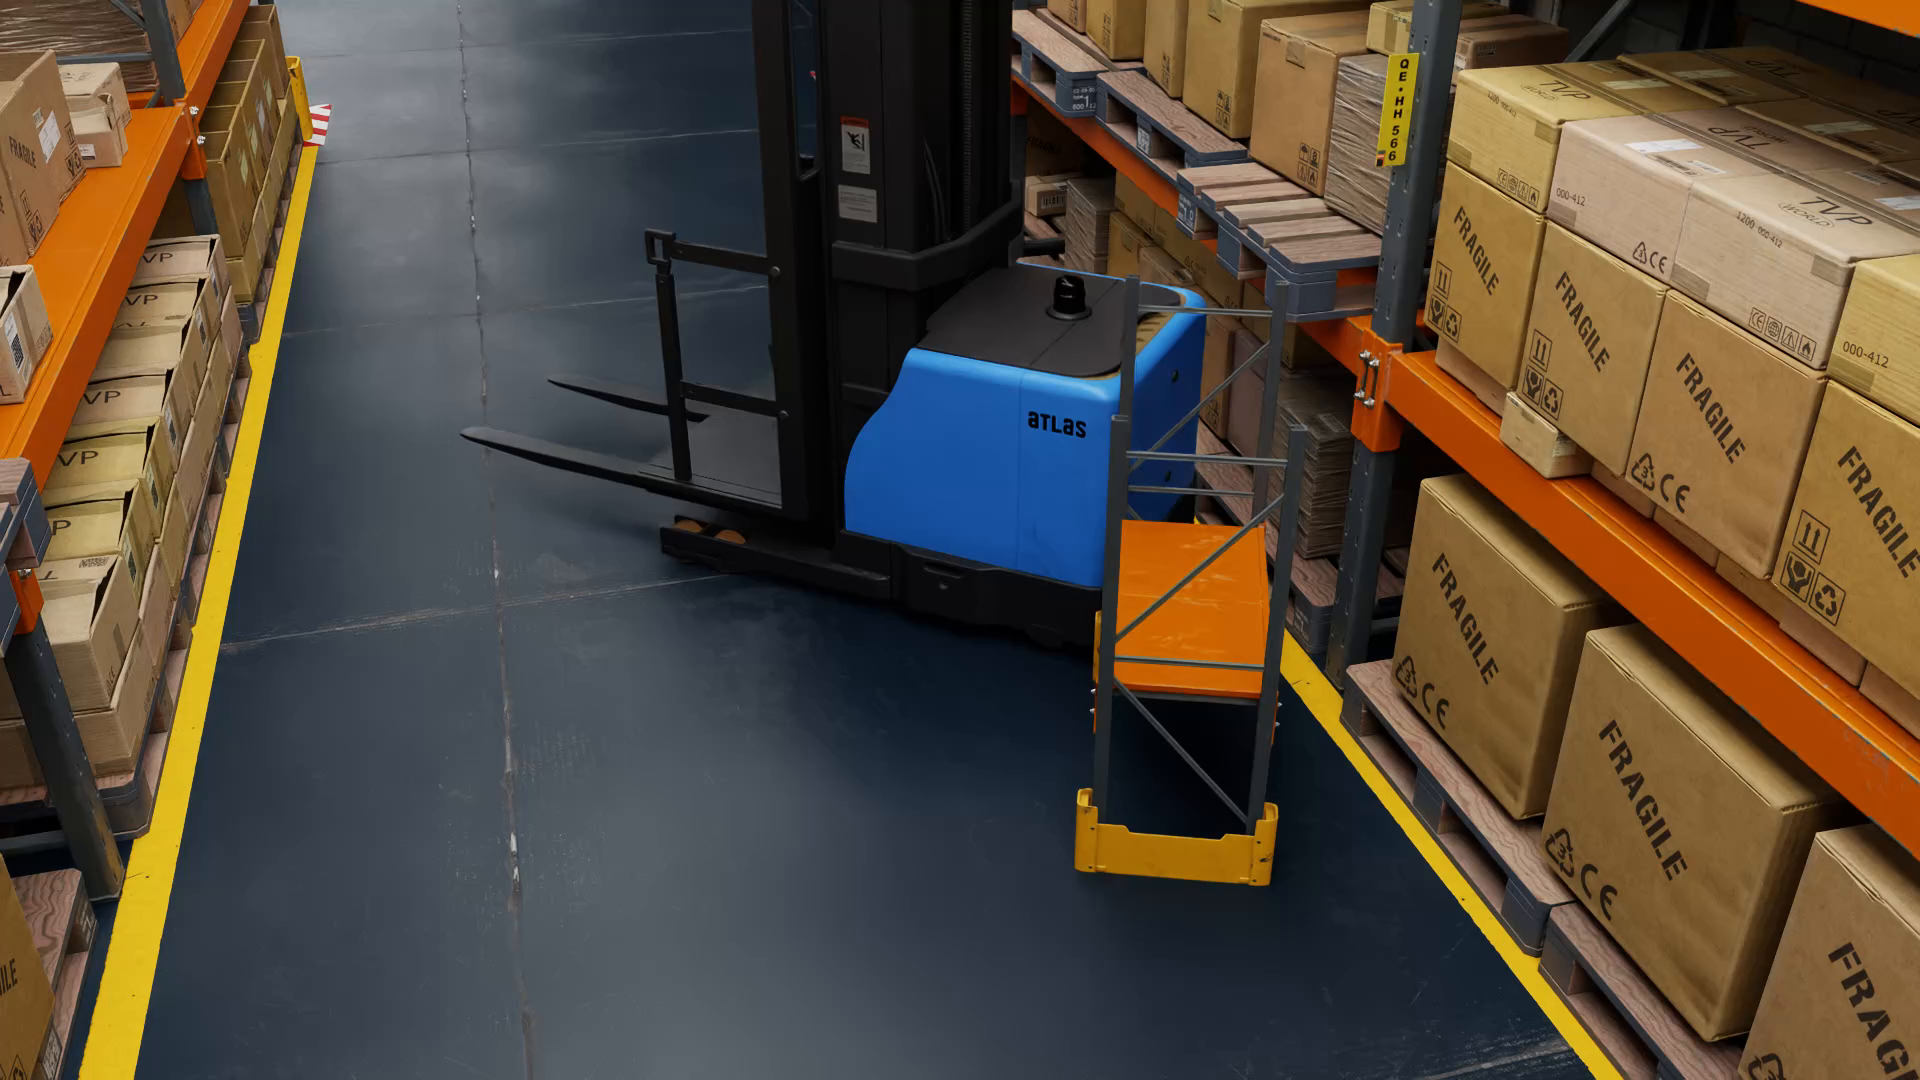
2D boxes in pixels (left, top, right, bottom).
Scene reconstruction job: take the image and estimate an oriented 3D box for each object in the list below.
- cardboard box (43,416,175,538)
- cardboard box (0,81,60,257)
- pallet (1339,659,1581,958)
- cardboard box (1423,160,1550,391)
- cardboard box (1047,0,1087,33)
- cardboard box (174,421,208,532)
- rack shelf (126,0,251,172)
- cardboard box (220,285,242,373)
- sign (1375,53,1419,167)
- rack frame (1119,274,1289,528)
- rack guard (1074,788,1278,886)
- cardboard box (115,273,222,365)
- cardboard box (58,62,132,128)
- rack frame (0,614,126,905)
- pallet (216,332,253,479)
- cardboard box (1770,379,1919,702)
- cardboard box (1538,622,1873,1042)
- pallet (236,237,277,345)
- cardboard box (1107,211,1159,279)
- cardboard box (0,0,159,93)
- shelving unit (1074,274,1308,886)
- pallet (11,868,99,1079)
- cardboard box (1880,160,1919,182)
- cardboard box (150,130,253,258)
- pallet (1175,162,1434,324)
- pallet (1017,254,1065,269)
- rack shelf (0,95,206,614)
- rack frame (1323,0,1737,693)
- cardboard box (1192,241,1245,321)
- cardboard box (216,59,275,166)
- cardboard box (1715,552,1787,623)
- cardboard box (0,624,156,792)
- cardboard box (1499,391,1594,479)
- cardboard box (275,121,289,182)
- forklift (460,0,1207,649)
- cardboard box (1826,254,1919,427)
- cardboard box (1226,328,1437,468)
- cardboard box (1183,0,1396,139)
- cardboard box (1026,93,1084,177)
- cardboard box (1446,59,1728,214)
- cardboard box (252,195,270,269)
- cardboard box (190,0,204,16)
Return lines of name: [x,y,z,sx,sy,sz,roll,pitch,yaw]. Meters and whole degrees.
cardboard box: [-3.117,-0.223,5.907,0.500,0.311,0.500,-9,31,-15]
cardboard box: [-3.581,-1.303,5.908,0.500,0.500,0.500,-8,31,-13]
pallet: [1.931,0.740,5.262,1.003,0.211,1.213,-8,31,-13]
cardboard box: [1.677,-0.770,4.669,0.500,0.500,0.500,-7,31,-12]
cardboard box: [0.835,-2.773,8.008,0.700,0.500,0.500,-8,31,-13]
cardboard box: [-3.250,-0.222,6.465,0.500,0.250,0.500,-7,31,-12]
rack shelf: [-4.573,-2.784,9.284,1.077,0.370,4.000,-8,31,-13]
cardboard box: [-3.652,-0.960,7.739,0.500,0.250,0.500,-8,31,-14]
sign: [1.274,-1.248,4.835,0.100,0.325,0.005,-8,31,-13]
rack frame: [0.766,-0.158,5.525,0.500,1.500,0.032,4,30,6]
rack guard: [0.640,0.888,4.966,0.587,0.250,0.087,4,30,6]
cardboard box: [-3.514,-0.956,7.173,0.500,0.311,0.500,-7,31,-12]
cardboard box: [-3.869,-1.833,7.072,0.500,0.250,0.500,-6,31,-10]
rack frame: [-2.980,-0.198,4.097,1.000,3.000,0.127,-8,31,-13]
pallet: [-3.809,-0.572,7.528,1.003,0.211,1.213,-8,31,-13]
cardboard box: [2.083,-0.026,3.383,0.500,0.500,0.500,-7,31,-12]
cardboard box: [2.090,0.687,4.295,0.750,0.750,0.750,-8,31,-14]
pallet: [-4.213,-1.312,8.807,1.003,0.211,1.213,-8,31,-13]
cardboard box: [1.130,-1.302,8.062,0.700,0.500,0.500,-8,31,-14]
cardboard box: [-4.166,-2.386,7.779,0.700,0.500,0.500,-9,31,-15]
shelving unit: [0.702,0.099,5.081,0.587,1.500,1.083,4,30,6]
pallet: [-2.819,1.375,4.164,1.003,0.211,1.213,-8,31,-13]
cardboard box: [2.432,-0.680,3.765,0.500,0.250,0.500,-9,31,-15]
cardboard box: [-3.863,-1.711,8.289,0.500,0.500,0.500,-8,31,-13]
pallet: [1.503,-1.105,5.856,1.213,0.211,1.003,-8,31,-13]
pallet: [0.941,-1.207,8.625,1.003,0.211,1.213,-8,31,-13]
rack shelf: [-3.511,-0.852,5.946,1.077,0.370,4.000,-8,31,-13]
rack frame: [1.795,-0.858,5.238,1.000,3.000,0.127,-8,31,-13]
cardboard box: [1.321,-1.163,7.073,0.500,0.250,0.500,-8,31,-14]
cardboard box: [-4.263,-2.436,9.541,0.500,0.500,0.500,-8,31,-13]
cardboard box: [2.027,0.050,3.901,0.380,0.149,0.250,-7,31,-13]
cardboard box: [-2.836,0.519,5.185,0.500,0.250,0.500,-8,31,-13]
cardboard box: [1.706,-0.306,4.515,0.380,0.149,0.250,-7,31,-12]
cardboard box: [-4.398,-2.352,10.145,0.500,0.250,0.500,-8,31,-13]
forklift: [-0.623,-1.363,6.180,3.031,2.935,1.130,13,33,21]
cardboard box: [2.088,-0.364,3.219,0.500,0.250,0.500,-8,31,-14]
cardboard box: [1.529,-0.572,6.799,0.700,0.500,0.500,-8,31,-13]
cardboard box: [1.308,-1.916,6.527,0.700,0.500,0.500,-8,31,-13]
cardboard box: [0.419,-2.395,9.949,0.500,0.500,0.500,-10,32,-17]
cardboard box: [1.674,-1.096,4.484,0.500,0.250,0.500,-7,31,-12]
cardboard box: [-4.001,-1.628,8.893,0.500,0.250,0.500,-8,31,-13]
cardboard box: [-4.579,-3.130,9.064,0.700,0.500,0.500,-7,31,-12]
